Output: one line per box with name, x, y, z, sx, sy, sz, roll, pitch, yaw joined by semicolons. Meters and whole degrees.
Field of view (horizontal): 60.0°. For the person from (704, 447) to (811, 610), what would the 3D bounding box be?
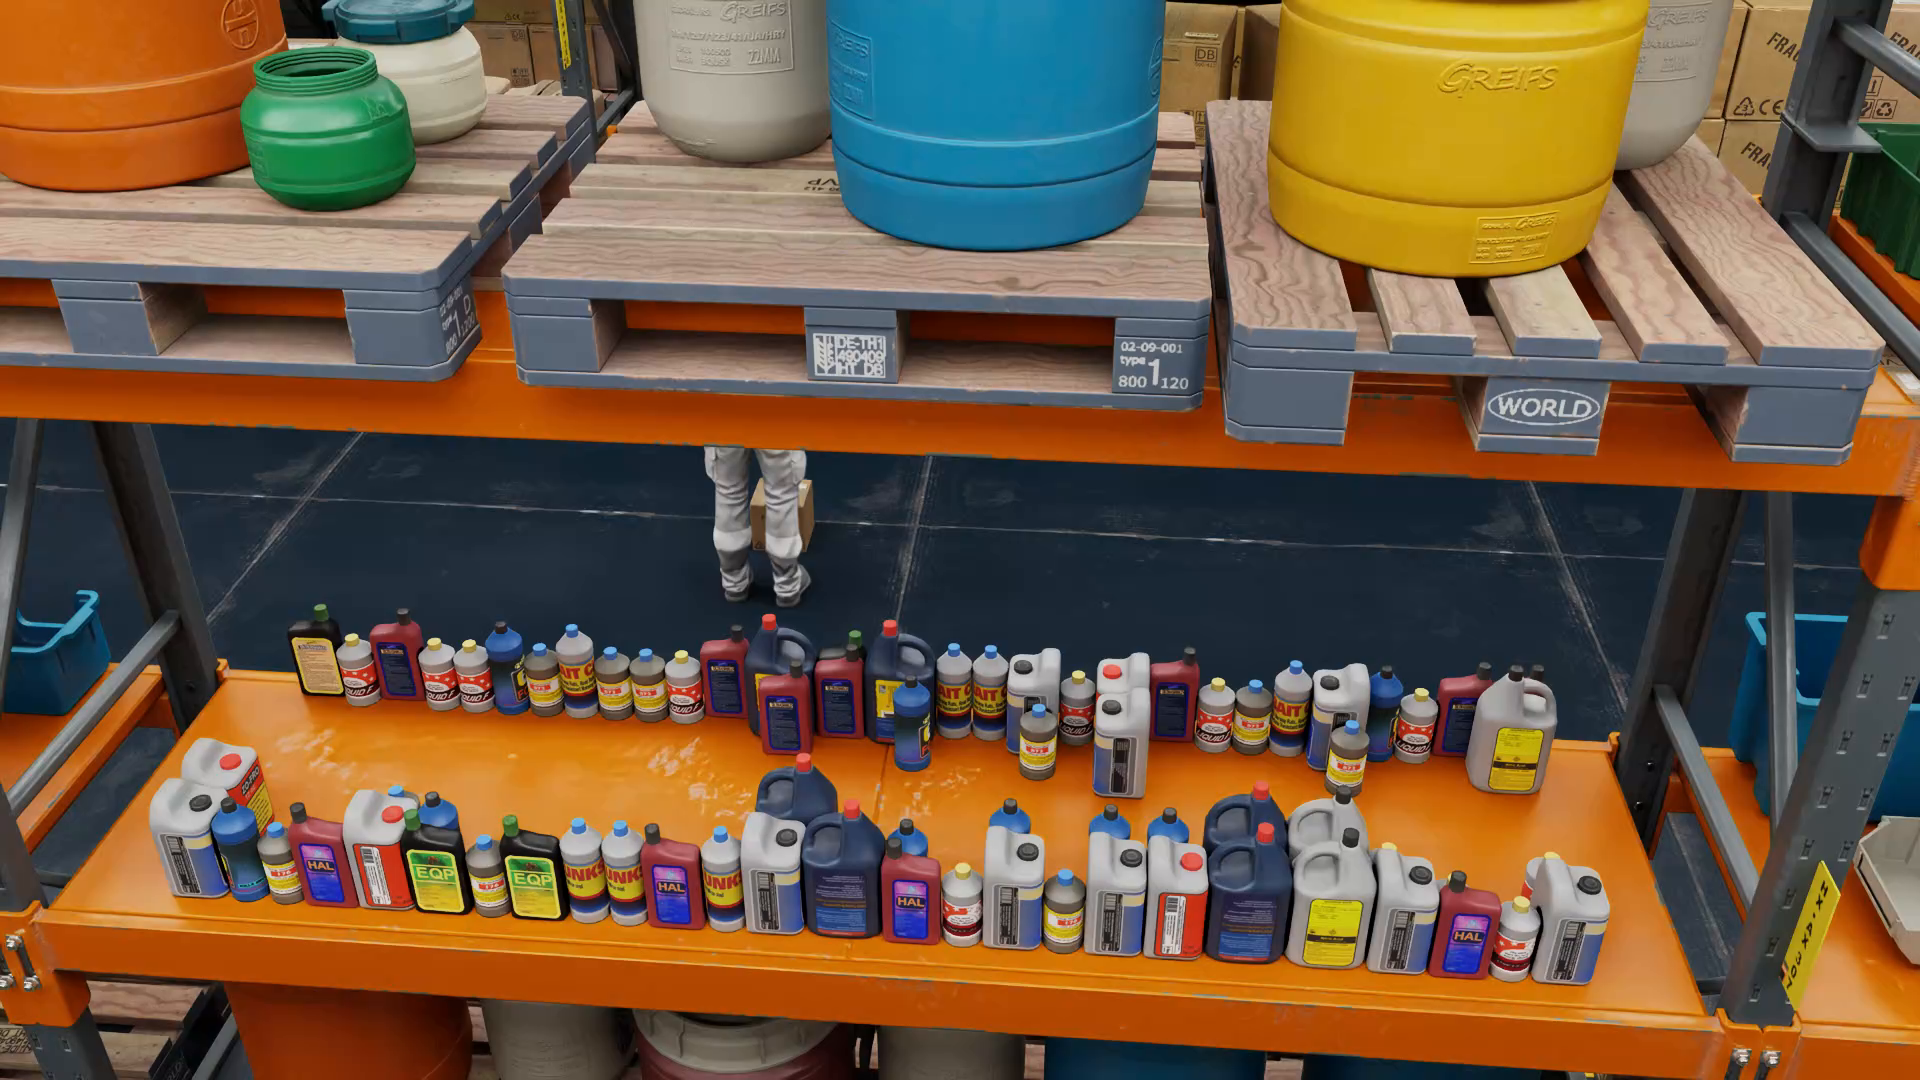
person;-0.882;-0.533;6.975;0.526;1.789;0.361;3;32;5
